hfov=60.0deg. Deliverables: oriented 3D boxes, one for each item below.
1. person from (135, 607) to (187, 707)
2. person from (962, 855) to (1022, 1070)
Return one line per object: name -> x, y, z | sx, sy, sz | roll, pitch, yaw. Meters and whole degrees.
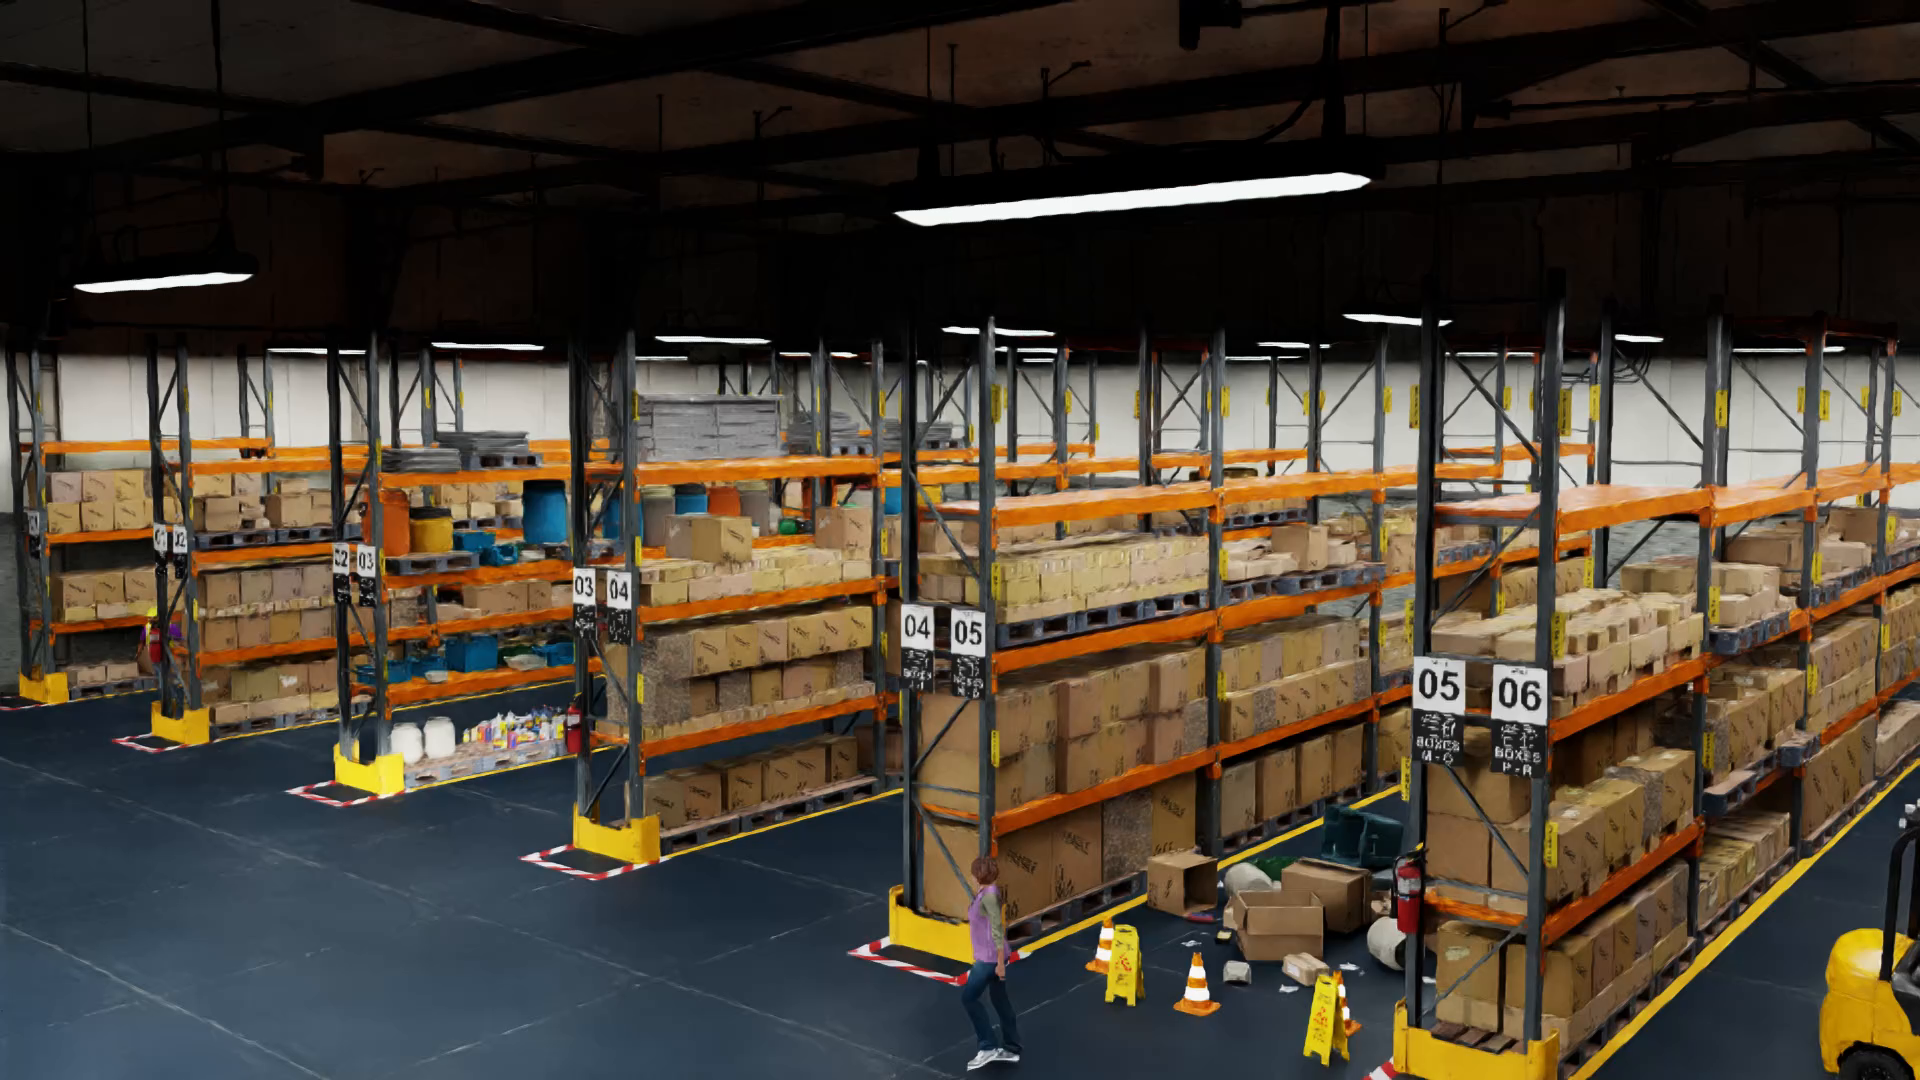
person -> -12.822, 1.902, 26.729 | 0.699, 1.697, 0.801 | 2, 5, 19
person -> 0.257, 3.216, 12.768 | 0.460, 1.582, 0.520 | 1, 5, 9
